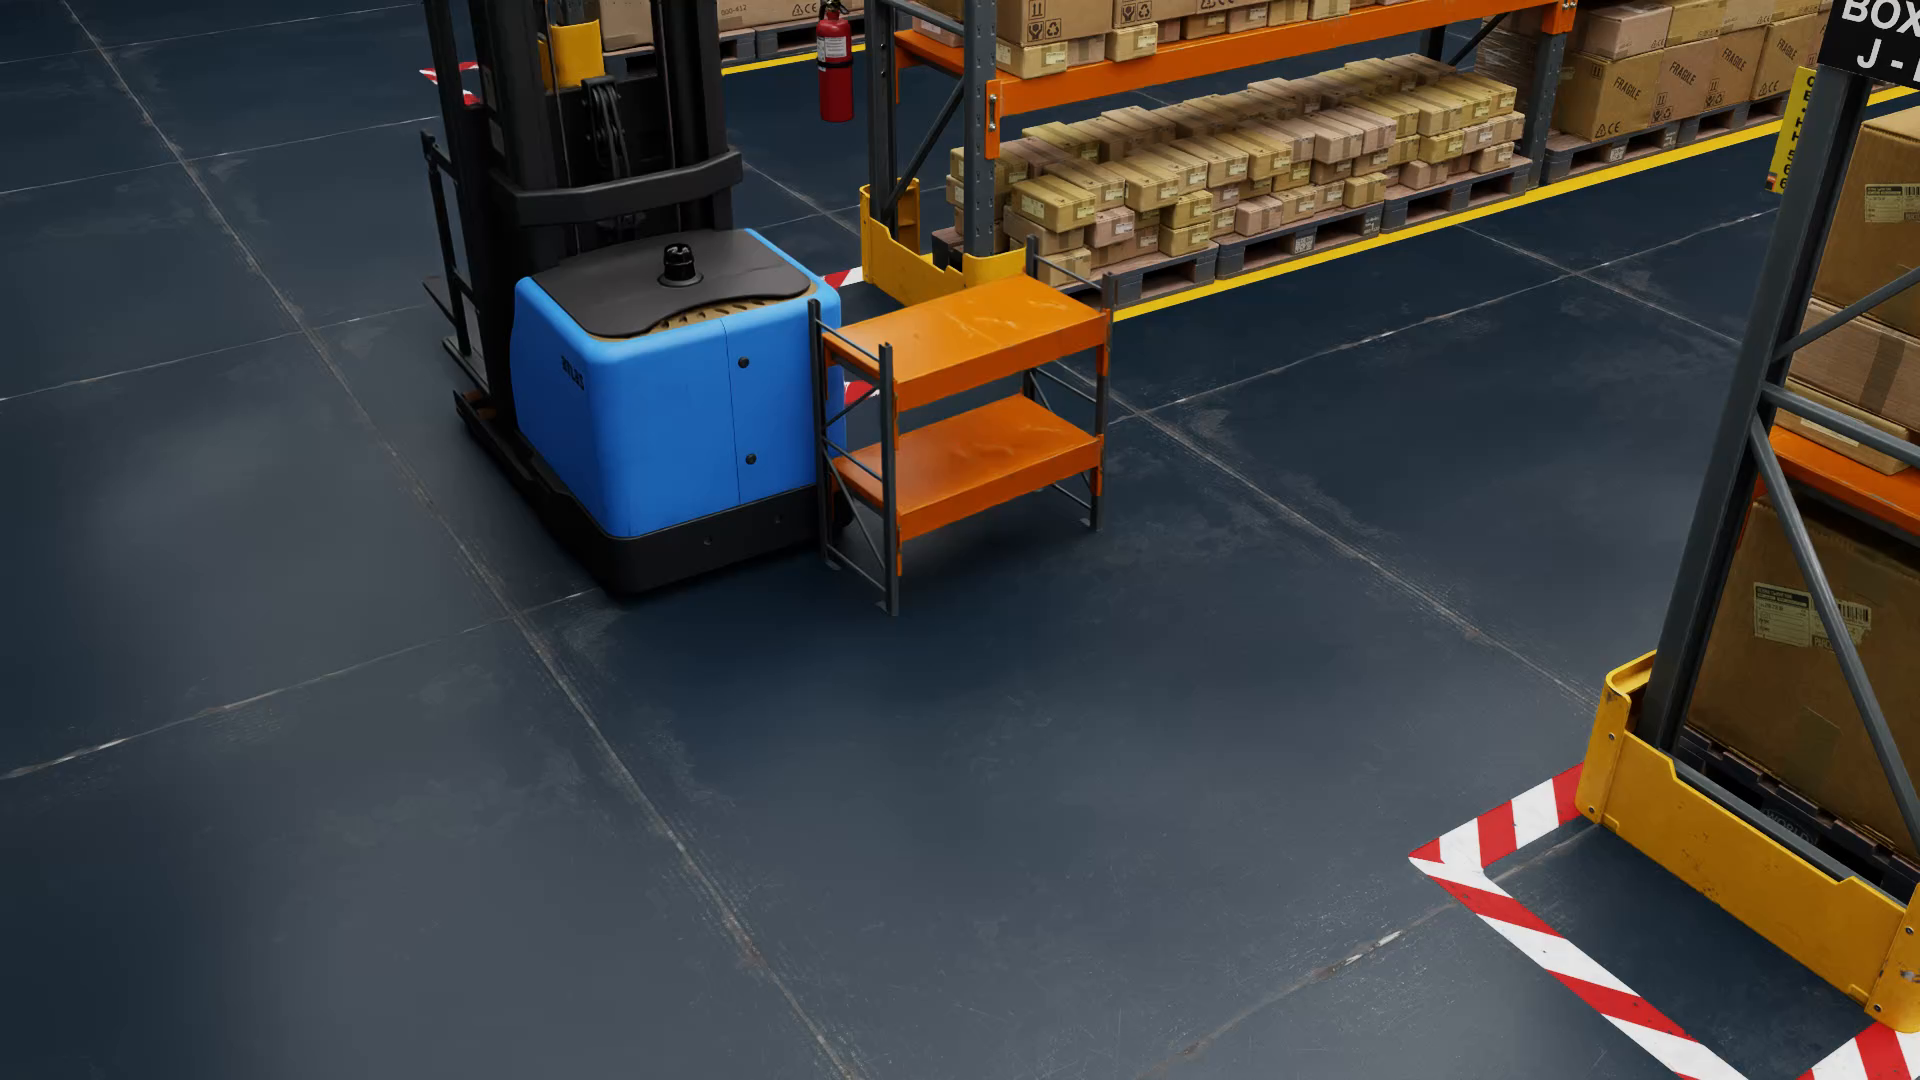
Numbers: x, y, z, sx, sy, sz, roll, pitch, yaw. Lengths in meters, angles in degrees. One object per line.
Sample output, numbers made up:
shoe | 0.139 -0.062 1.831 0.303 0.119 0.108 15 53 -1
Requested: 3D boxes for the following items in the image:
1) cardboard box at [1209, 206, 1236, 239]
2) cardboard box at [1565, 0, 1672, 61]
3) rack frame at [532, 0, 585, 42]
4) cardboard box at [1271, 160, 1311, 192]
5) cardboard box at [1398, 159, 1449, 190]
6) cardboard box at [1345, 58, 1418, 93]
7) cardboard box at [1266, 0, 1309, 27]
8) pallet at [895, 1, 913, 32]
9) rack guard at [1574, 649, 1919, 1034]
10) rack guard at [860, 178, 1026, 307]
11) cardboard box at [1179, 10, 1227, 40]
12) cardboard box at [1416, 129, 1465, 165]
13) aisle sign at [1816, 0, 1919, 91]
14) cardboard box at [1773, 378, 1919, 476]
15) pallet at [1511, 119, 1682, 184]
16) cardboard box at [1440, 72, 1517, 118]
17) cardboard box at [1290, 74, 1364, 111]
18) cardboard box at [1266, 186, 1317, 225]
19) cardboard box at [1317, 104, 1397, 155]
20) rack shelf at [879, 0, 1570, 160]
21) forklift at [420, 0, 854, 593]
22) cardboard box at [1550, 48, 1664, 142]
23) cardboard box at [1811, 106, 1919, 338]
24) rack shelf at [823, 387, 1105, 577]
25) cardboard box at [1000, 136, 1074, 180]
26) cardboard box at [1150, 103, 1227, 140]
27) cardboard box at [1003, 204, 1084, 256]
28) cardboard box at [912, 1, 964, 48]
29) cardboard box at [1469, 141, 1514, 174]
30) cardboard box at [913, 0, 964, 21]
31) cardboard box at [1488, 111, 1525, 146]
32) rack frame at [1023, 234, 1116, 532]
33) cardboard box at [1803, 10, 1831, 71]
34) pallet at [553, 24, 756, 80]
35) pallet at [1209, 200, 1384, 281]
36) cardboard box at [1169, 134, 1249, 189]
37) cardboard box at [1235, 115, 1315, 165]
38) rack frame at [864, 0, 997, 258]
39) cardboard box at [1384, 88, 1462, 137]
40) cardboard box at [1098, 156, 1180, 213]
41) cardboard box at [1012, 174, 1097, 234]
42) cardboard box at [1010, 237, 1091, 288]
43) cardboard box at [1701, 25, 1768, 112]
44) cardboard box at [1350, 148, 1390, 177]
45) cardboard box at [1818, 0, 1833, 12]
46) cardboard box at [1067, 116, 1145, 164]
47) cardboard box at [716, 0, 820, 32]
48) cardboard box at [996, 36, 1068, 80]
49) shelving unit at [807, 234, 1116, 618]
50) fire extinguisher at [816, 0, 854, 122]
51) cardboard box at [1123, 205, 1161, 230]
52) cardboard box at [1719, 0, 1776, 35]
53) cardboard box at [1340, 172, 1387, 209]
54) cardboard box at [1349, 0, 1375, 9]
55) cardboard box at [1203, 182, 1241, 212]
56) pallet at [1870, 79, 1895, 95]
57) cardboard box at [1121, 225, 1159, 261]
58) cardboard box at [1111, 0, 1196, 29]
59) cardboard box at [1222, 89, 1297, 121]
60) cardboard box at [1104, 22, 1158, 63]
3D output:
cardboard box | 1.276 -1.773 9.027 0.250 0.149 0.380 -19 37 -27
cardboard box | 3.971 -3.154 10.184 0.500 0.250 0.500 -21 38 -29
rack frame | -2.922 -4.655 11.318 0.127 3.000 1.000 -19 37 -27
cardboard box | 1.727 -2.078 9.233 0.250 0.149 0.380 -17 36 -25
cardboard box | 2.611 -2.184 9.679 0.250 0.149 0.380 -20 38 -29
cardboard box | 2.541 -2.785 10.074 0.250 0.149 0.380 -17 36 -25
cardboard box | 1.578 -2.779 8.579 0.250 0.149 0.380 -18 36 -26
pallet | -0.242 -4.447 13.602 1.213 0.211 1.003 -19 37 -27
rack guard | 2.427 0.853 4.929 0.348 0.500 1.175 -19 37 -27
rack guard | -0.091 -1.429 8.547 0.348 0.500 1.175 -19 37 -27
cardboard box | 1.126 -2.655 8.383 0.250 0.149 0.380 -19 37 -28
cardboard box | 2.678 -2.316 9.609 0.250 0.149 0.380 -20 38 -29
aisle sign | 2.224 -1.425 3.760 0.004 0.787 0.394 -19 37 -27
cardboard box | 2.568 -0.356 4.738 0.250 0.149 0.380 -18 37 -26
pallet | 3.860 -2.667 10.781 1.213 0.211 1.003 -19 37 -27
cardboard box | 3.049 -2.625 9.820 0.250 0.149 0.380 -18 36 -26
cardboard box | 2.149 -2.604 9.787 0.250 0.149 0.380 -20 37 -28
cardboard box | 1.752 -1.898 9.225 0.250 0.149 0.380 -19 37 -27
cardboard box | 2.212 -2.298 9.303 0.250 0.149 0.380 -21 38 -30
rack shelf | 1.526 -2.739 8.954 4.000 0.370 1.077 -19 37 -27
forklift | -1.639 -1.789 6.839 1.130 2.935 3.031 -18 37 -27
cardboard box | 3.972 -2.836 10.384 0.500 0.500 0.500 -17 36 -25
cardboard box | 2.714 -0.850 4.444 0.500 0.500 0.500 -18 37 -27
rack shelf | 0.014 -0.249 6.548 1.000 0.278 0.538 -22 38 -30
cardboard box | 0.395 -2.002 8.833 0.250 0.149 0.380 -18 37 -26
cardboard box | 1.273 -2.309 9.320 0.250 0.149 0.380 -20 38 -29
cardboard box | 0.424 -1.599 8.473 0.250 0.149 0.380 -17 36 -25
cardboard box | -0.034 -2.579 8.263 0.250 0.149 0.380 -19 37 -27
cardboard box | 3.062 -2.327 9.905 0.250 0.149 0.380 -18 37 -27
cardboard box | 0.083 -2.878 8.129 0.500 0.500 0.500 -18 37 -26
cardboard box | 3.114 -2.485 9.878 0.250 0.149 0.380 -18 37 -26
rack frame | 0.421 -0.618 6.676 0.032 1.125 0.500 -22 38 -30
cardboard box | 5.719 -3.442 11.344 0.500 0.500 0.500 -17 36 -25
pallet | -2.292 -3.742 12.484 1.213 0.211 1.003 -19 37 -27
pallet | 1.635 -1.877 9.527 1.213 0.211 1.003 -19 37 -27
cardboard box | 1.319 -2.021 8.863 0.250 0.149 0.380 -17 36 -25
cardboard box | 1.724 -2.192 9.135 0.250 0.149 0.380 -19 37 -27
rack frame | -0.155 -2.465 7.846 0.127 3.000 1.000 -19 37 -27
cardboard box | 2.650 -2.458 9.556 0.250 0.149 0.380 -19 37 -28
cardboard box | 0.917 -1.836 8.570 0.250 0.149 0.380 -19 37 -27
cardboard box | 0.469 -1.687 8.334 0.250 0.149 0.380 -21 38 -29
cardboard box | 0.459 -1.444 8.507 0.250 0.149 0.380 -18 37 -26
cardboard box | 4.848 -3.147 10.877 0.500 0.500 0.500 -18 37 -26
cardboard box | 2.210 -2.205 9.434 0.250 0.149 0.380 -18 36 -26
cardboard box | 5.718 -3.749 11.128 0.500 0.250 0.500 -18 37 -27
cardboard box | 0.796 -2.180 9.115 0.250 0.149 0.380 -21 38 -29
cardboard box | -1.657 -4.253 12.689 0.875 0.438 0.875 -18 36 -26
cardboard box | 0.295 -2.305 7.828 0.250 0.149 0.380 -19 37 -28
shelving unit | 0.014 -0.456 6.418 1.048 1.125 0.538 -22 38 -30
fire extinguisher | -0.617 -2.408 8.178 0.183 0.674 0.296 -19 37 -27
cardboard box | 0.843 -1.763 8.733 0.250 0.149 0.380 -18 37 -27
cardboard box | 4.848 -3.454 10.661 0.500 0.250 0.500 -18 36 -26
cardboard box | 2.192 -2.027 9.431 0.250 0.149 0.380 -19 37 -27
cardboard box | 1.994 -2.948 8.848 0.250 0.149 0.380 -20 37 -28
cardboard box | 1.289 -1.908 8.963 0.250 0.149 0.380 -21 38 -29
pallet | 5.911 -3.373 11.899 1.213 0.211 1.003 -19 37 -27
cardboard box | 0.839 -1.632 8.804 0.250 0.149 0.380 -19 37 -27
cardboard box | 0.808 -2.805 8.012 0.500 0.500 0.500 -19 37 -27
cardboard box | 1.706 -2.451 9.545 0.250 0.149 0.380 -21 38 -29
cardboard box | 0.741 -2.451 8.059 0.250 0.149 0.380 -20 37 -29
